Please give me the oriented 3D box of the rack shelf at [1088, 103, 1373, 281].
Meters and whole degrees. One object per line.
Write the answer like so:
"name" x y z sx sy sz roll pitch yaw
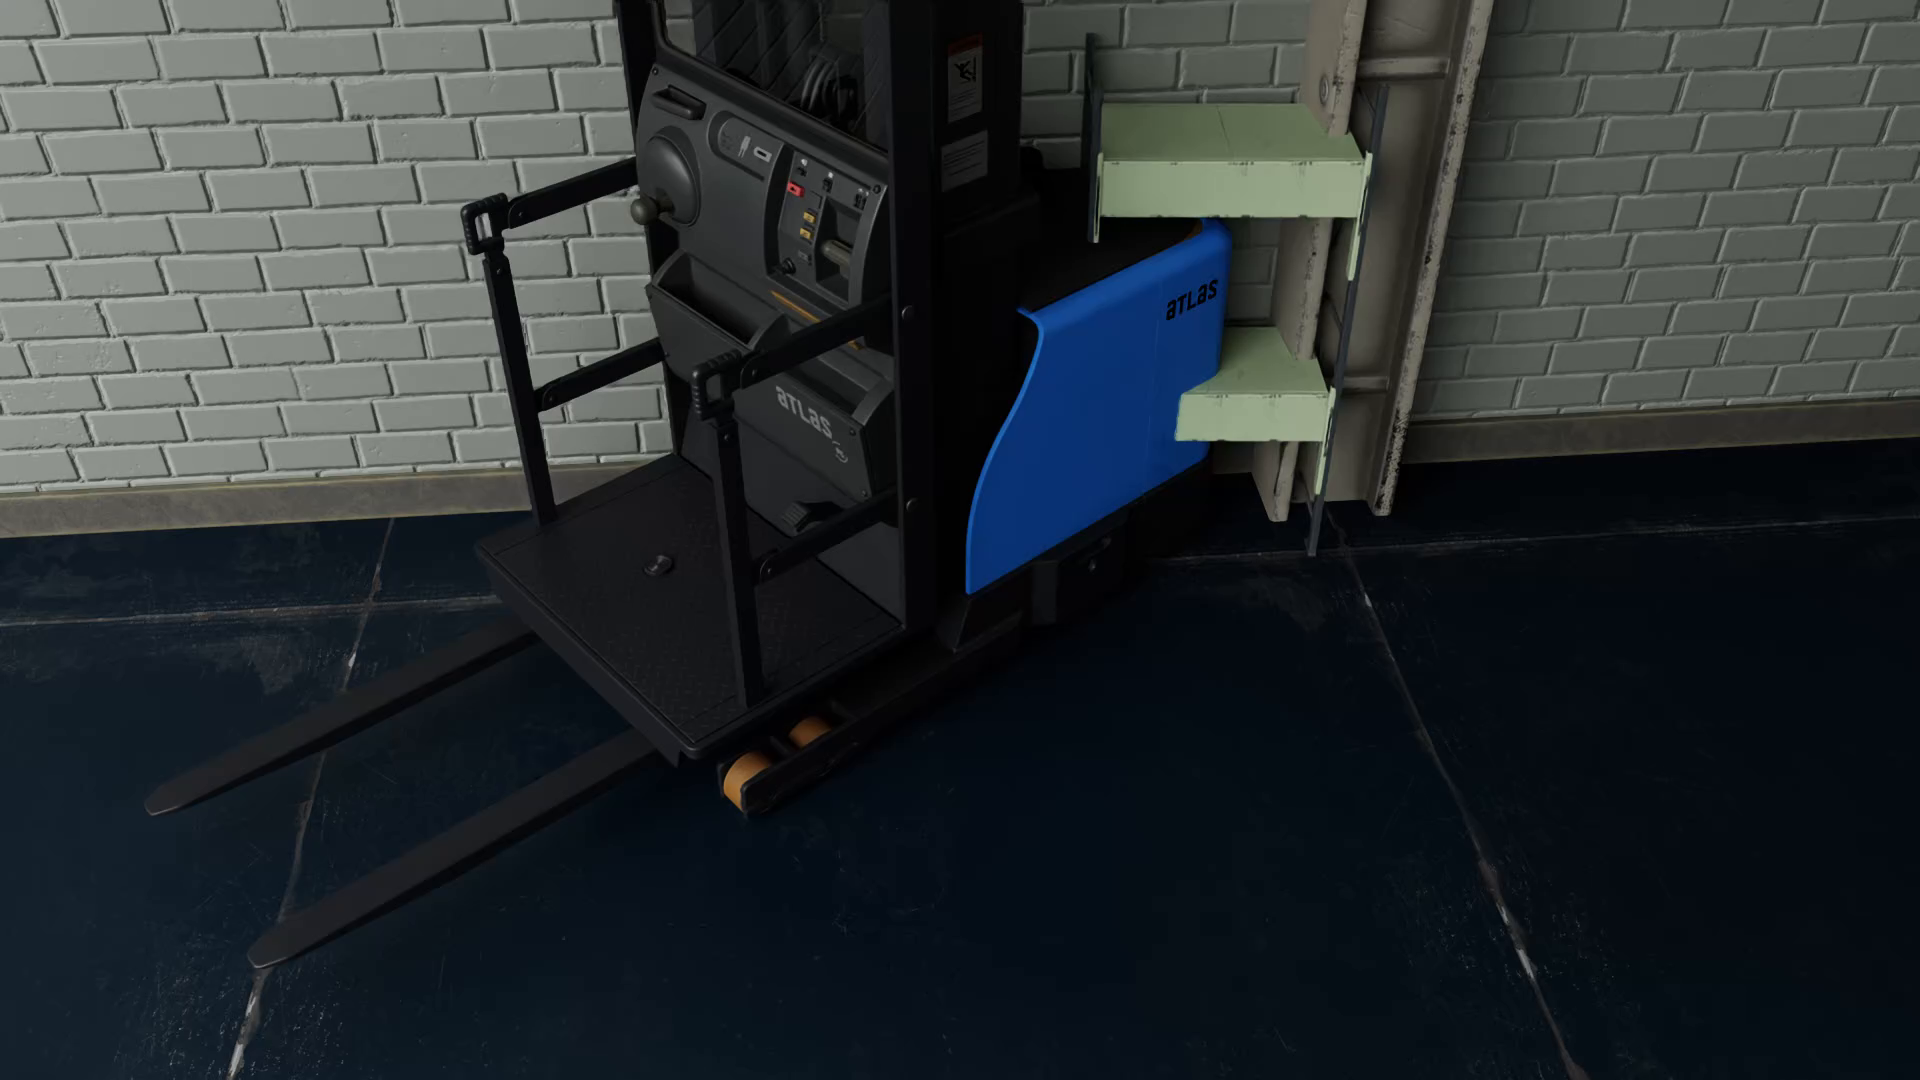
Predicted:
"rack shelf" 0.723 -0.985 4.625 0.720 0.370 0.431 0 37 0

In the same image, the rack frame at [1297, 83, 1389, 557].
"rack frame" 1.089 -0.670 4.855 0.023 1.500 0.400 0 37 0

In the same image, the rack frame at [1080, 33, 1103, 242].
"rack frame" 0.357 -0.673 4.860 0.023 1.500 0.400 0 37 0

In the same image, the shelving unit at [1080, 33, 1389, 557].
"shelving unit" 0.723 -0.671 4.857 0.755 1.500 0.431 0 37 0

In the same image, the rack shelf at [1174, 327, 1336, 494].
"rack shelf" 0.723 -0.409 5.051 0.720 0.370 0.431 0 37 0

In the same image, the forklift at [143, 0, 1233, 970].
"forklift" -0.653 -0.803 3.902 3.031 2.935 1.130 -29 47 -32
